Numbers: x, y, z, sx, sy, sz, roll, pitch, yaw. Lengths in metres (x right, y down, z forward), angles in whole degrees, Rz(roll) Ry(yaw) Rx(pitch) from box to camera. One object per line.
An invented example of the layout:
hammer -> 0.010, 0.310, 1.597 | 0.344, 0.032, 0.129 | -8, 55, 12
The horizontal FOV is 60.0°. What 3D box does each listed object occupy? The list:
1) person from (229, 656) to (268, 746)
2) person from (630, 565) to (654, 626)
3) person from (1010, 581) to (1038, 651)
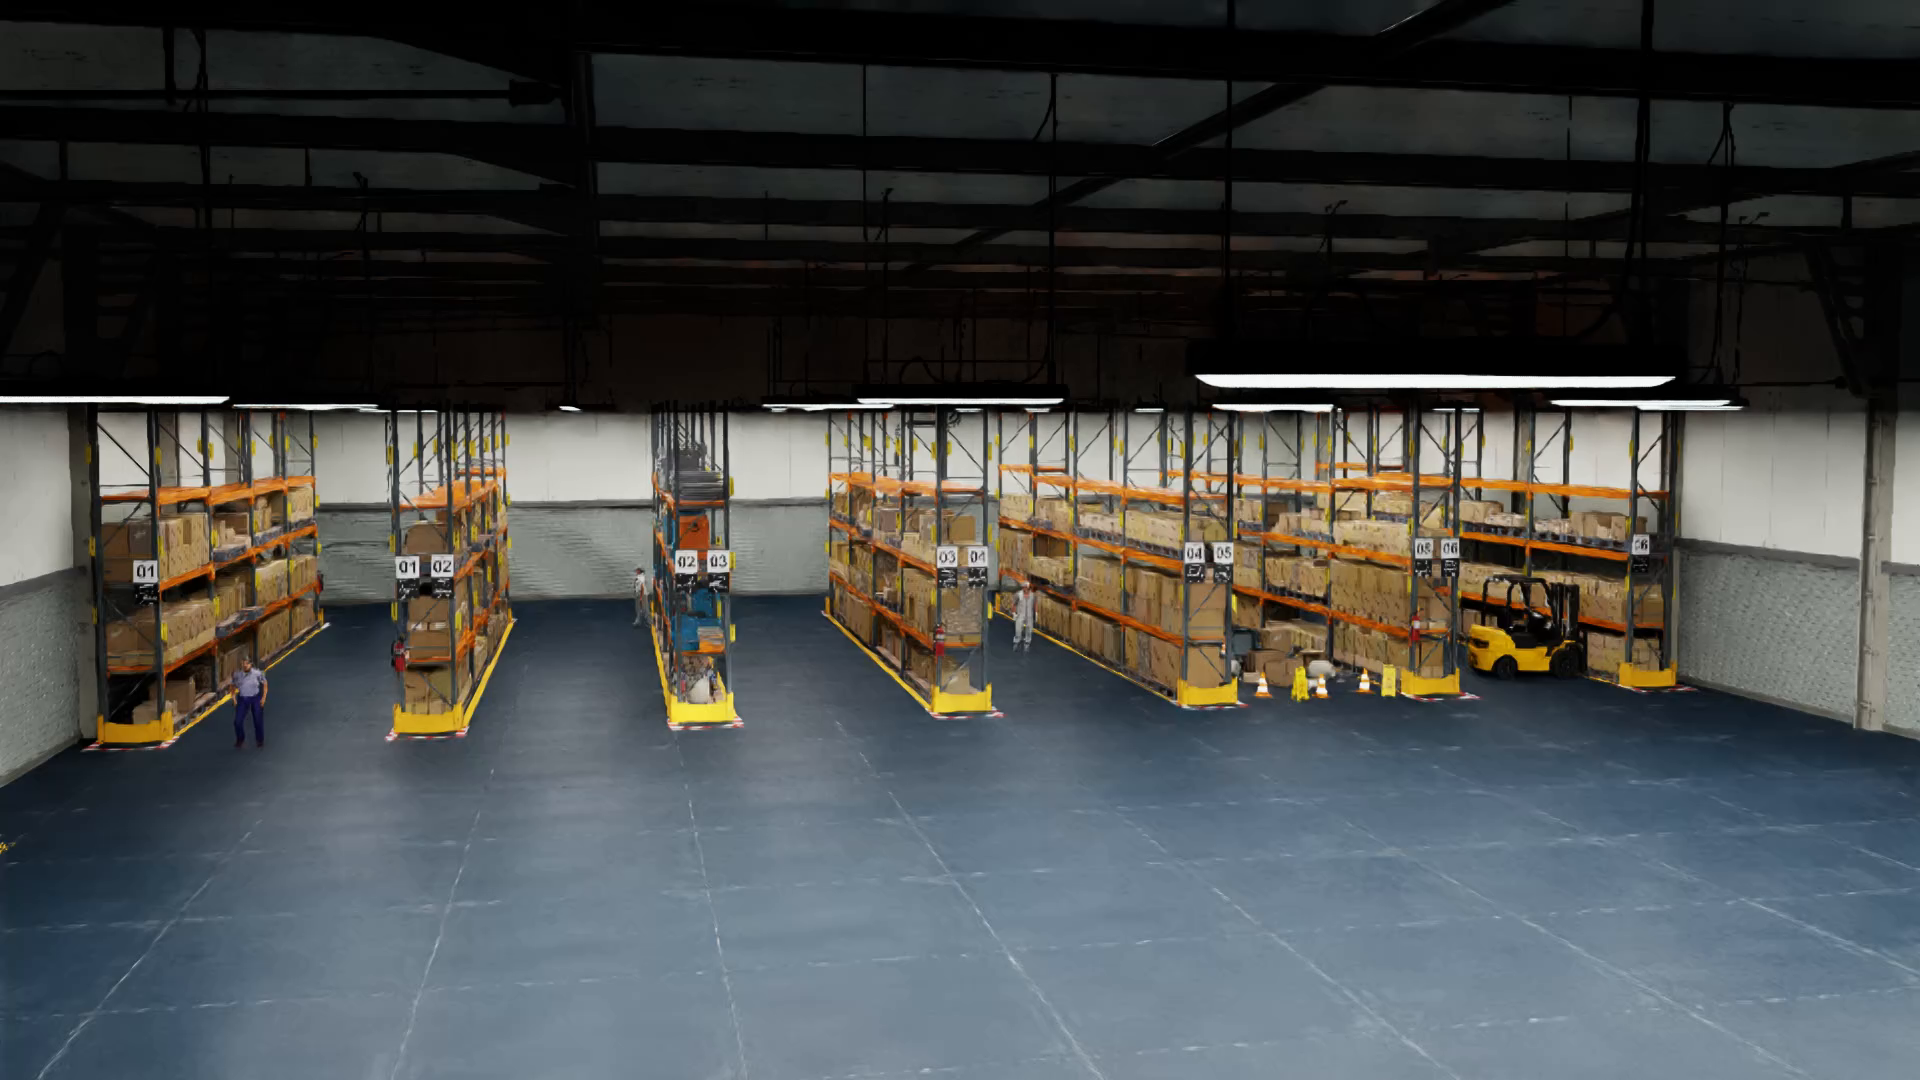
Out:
person -> -12.255, 2.774, 28.669 | 0.626, 1.594, 0.513 | -1, 4, -14
person -> -8.629, 1.504, 45.044 | 0.608, 1.651, 0.722 | -1, 4, -16
person -> 1.558, 1.836, 40.153 | 0.678, 1.741, 0.546 | -1, 4, -13
